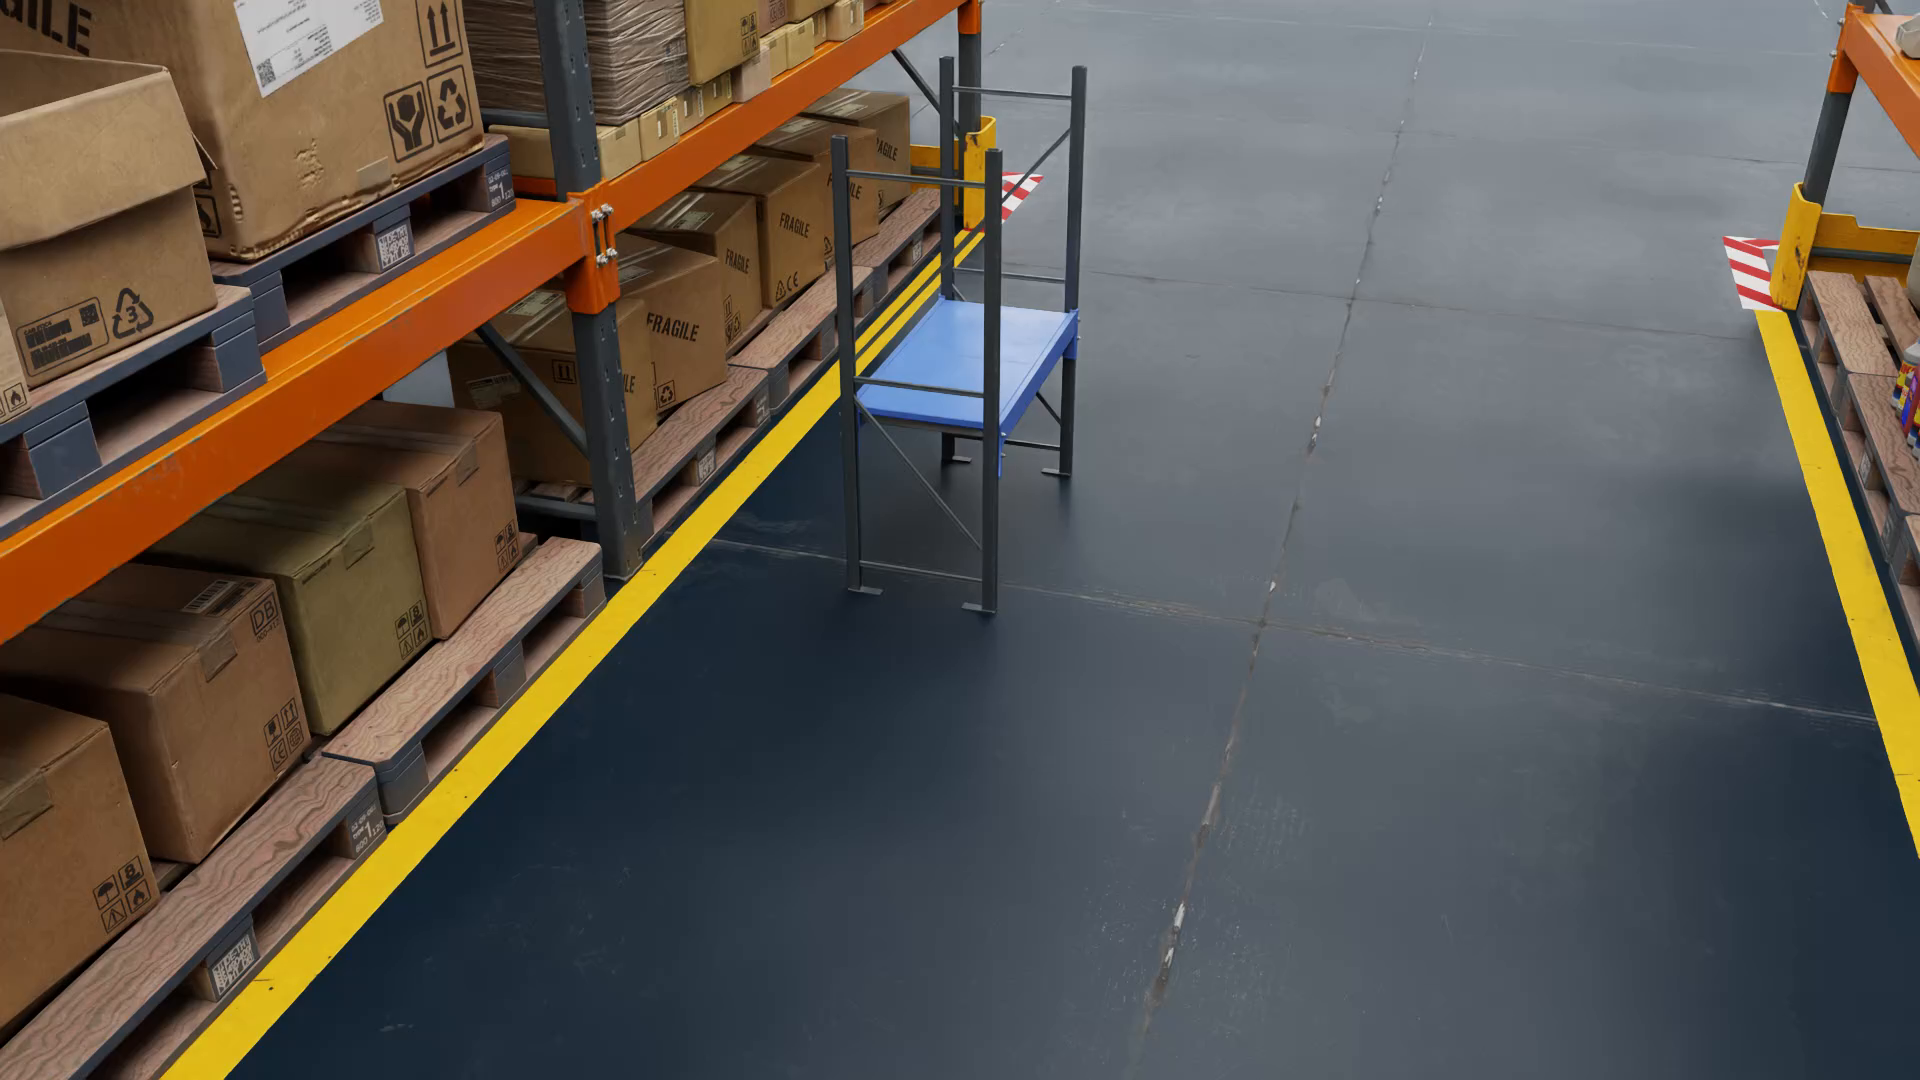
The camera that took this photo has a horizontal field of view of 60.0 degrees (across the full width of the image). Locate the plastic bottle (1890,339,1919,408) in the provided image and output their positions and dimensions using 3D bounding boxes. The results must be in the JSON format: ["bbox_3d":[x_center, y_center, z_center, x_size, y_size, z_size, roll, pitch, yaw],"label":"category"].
[{"bbox_3d":[3.519,-0.619,6.132,0.097,0.271,0.097,0,29,0],"label":"plastic bottle"}]

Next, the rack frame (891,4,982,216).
[{"bbox_3d":[-0.385,-3.124,8.281,1.000,3.000,0.127,8,30,15],"label":"rack frame"}]

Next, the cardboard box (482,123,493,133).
[{"bbox_3d":[-1.695,-1.412,5.462,0.380,0.149,0.250,8,30,15],"label":"cardboard box"}]

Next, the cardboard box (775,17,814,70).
[{"bbox_3d":[-0.781,-1.912,6.359,0.380,0.149,0.250,8,30,15],"label":"cardboard box"}]

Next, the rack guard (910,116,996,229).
[{"bbox_3d":[-0.408,-1.997,8.825,1.175,0.500,0.348,8,30,15],"label":"rack guard"}]

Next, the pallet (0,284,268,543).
[{"bbox_3d":[-2.192,-0.248,3.308,1.003,0.211,1.213,8,30,15],"label":"pallet"}]

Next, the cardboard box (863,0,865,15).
[{"bbox_3d":[-0.623,-2.269,7.002,0.380,0.149,0.250,8,30,15],"label":"cardboard box"}]

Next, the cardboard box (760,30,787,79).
[{"bbox_3d":[-0.865,-1.797,6.153,0.380,0.149,0.250,8,30,15],"label":"cardboard box"}]

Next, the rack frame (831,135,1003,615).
[{"bbox_3d":[-0.124,-0.459,5.032,0.500,1.500,0.032,8,30,15],"label":"rack frame"}]

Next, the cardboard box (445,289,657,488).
[{"bbox_3d":[-1.404,-0.537,5.768,0.500,0.500,0.500,8,30,13],"label":"cardboard box"}]

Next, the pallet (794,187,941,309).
[{"bbox_3d":[-0.680,-1.498,8.225,1.003,0.211,1.213,8,30,15],"label":"pallet"}]

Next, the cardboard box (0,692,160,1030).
[{"bbox_3d":[-2.246,0.655,3.605,0.700,0.500,0.500,11,31,19],"label":"cardboard box"}]

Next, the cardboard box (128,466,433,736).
[{"bbox_3d":[-1.918,0.136,4.539,0.700,0.500,0.500,8,30,15],"label":"cardboard box"}]

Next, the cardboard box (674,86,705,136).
[{"bbox_3d":[-1.076,-1.447,5.524,0.380,0.149,0.250,8,30,15],"label":"cardboard box"}]

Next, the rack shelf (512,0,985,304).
[{"bbox_3d":[-0.972,-1.880,6.785,1.077,0.370,4.000,8,30,15],"label":"rack shelf"}]

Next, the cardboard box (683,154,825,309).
[{"bbox_3d":[-0.929,-1.357,7.243,0.500,0.500,0.500,11,31,20],"label":"cardboard box"}]

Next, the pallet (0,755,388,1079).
[{"bbox_3d":[-2.143,0.884,3.944,1.003,0.211,1.213,8,30,15],"label":"pallet"}]

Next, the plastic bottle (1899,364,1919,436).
[{"bbox_3d":[3.436,-0.522,5.944,0.061,0.283,0.133,9,30,16],"label":"plastic bottle"}]

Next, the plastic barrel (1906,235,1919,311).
[{"bbox_3d":[4.229,-1.197,6.943,0.421,0.512,0.421,0,29,0],"label":"plastic barrel"}]

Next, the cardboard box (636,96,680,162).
[{"bbox_3d":[-1.123,-1.327,5.308,0.380,0.149,0.250,8,30,15],"label":"cardboard box"}]

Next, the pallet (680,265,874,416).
[{"bbox_3d":[-1.040,-0.933,7.210,1.003,0.211,1.213,8,30,15],"label":"pallet"}]

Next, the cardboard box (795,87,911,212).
[{"bbox_3d":[-0.585,-1.928,8.269,0.500,0.500,0.500,14,32,24],"label":"cardboard box"}]

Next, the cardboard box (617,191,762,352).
[{"bbox_3d":[-1.136,-1.104,6.788,0.500,0.500,0.500,6,30,10],"label":"cardboard box"}]

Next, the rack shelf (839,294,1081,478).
[{"bbox_3d":[0.025,-0.538,5.544,0.538,0.185,1.000,8,30,15],"label":"rack shelf"}]

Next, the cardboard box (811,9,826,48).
[{"bbox_3d":[-0.751,-2.034,6.580,0.380,0.149,0.250,8,30,15],"label":"cardboard box"}]

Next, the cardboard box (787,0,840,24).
[{"bbox_3d":[-0.951,-2.340,6.462,0.875,0.500,0.500,8,30,15],"label":"cardboard box"}]

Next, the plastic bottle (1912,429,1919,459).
[{"bbox_3d":[3.389,-0.414,5.762,0.097,0.271,0.097,0,29,0],"label":"plastic bottle"}]

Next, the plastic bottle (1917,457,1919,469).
[{"bbox_3d":[3.360,-0.337,5.696,0.097,0.201,0.097,0,29,0],"label":"plastic bottle"}]

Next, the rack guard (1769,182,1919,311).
[{"bbox_3d":[4.372,-1.283,7.542,1.175,0.500,0.348,8,30,15],"label":"rack guard"}]

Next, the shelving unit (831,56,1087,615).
[{"bbox_3d":[0.025,-0.695,5.457,0.538,1.500,1.048,8,30,15],"label":"shelving unit"}]

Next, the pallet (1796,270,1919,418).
[{"bbox_3d":[4.129,-0.780,6.935,1.003,0.211,1.213,8,30,15],"label":"pallet"}]

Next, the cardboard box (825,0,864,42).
[{"bbox_3d":[-0.611,-2.140,6.771,0.380,0.149,0.250,8,30,15],"label":"cardboard box"}]

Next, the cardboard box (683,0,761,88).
[{"bbox_3d":[-1.188,-1.867,5.611,0.875,0.500,0.500,8,30,15],"label":"cardboard box"}]

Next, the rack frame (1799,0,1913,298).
[{"bbox_3d":[4.350,-2.417,7.010,1.000,3.000,0.127,8,30,15],"label":"rack frame"}]

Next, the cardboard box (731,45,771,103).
[{"bbox_3d":[-0.899,-1.675,5.934,0.380,0.149,0.250,8,30,15],"label":"cardboard box"}]

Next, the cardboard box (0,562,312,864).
[{"bbox_3d":[-2.082,0.396,4.071,0.700,0.500,0.500,6,30,11],"label":"cardboard box"}]

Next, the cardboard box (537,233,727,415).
[{"bbox_3d":[-1.243,-0.804,6.249,0.500,0.500,0.500,19,34,30],"label":"cardboard box"}]

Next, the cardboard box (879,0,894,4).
[{"bbox_3d":[-0.458,-2.499,7.415,0.380,0.149,0.250,8,30,15],"label":"cardboard box"}]

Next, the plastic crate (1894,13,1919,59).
[{"bbox_3d":[3.779,-1.932,6.409,0.298,0.136,0.250,8,30,15],"label":"plastic crate"}]

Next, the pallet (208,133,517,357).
[{"bbox_3d":[-1.923,-0.847,4.384,1.003,0.211,1.213,8,30,15],"label":"pallet"}]

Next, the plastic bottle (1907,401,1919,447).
[{"bbox_3d":[3.419,-0.460,5.845,0.097,0.271,0.097,0,29,0],"label":"plastic bottle"}]

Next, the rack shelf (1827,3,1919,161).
[{"bbox_3d":[3.762,-1.174,5.514,1.077,0.370,4.000,8,30,15],"label":"rack shelf"}]

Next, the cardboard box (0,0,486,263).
[{"bbox_3d":[-1.926,-1.362,4.063,1.000,1.000,1.000,9,30,15],"label":"cardboard box"}]

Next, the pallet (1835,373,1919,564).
[{"bbox_3d":[3.769,-0.215,5.919,1.003,0.211,1.213,8,30,15],"label":"pallet"}]

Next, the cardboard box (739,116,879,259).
[{"bbox_3d":[-0.727,-1.645,7.761,0.500,0.500,0.500,17,33,28],"label":"cardboard box"}]

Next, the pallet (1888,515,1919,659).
[{"bbox_3d":[3.412,0.354,4.897,1.003,0.211,1.213,8,30,15],"label":"pallet"}]

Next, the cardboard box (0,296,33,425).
[{"bbox_3d":[-2.022,-0.270,2.873,0.500,0.250,0.500,8,30,13],"label":"cardboard box"}]

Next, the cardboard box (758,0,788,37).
[{"bbox_3d":[-1.137,-2.113,6.055,0.875,0.500,0.500,8,30,15],"label":"cardboard box"}]

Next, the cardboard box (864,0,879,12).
[{"bbox_3d":[-0.571,-2.389,7.217,0.380,0.149,0.250,8,30,15],"label":"cardboard box"}]

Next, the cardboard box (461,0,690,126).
[{"bbox_3d":[-1.368,-1.639,5.202,0.875,0.500,0.500,8,30,15],"label":"cardboard box"}]

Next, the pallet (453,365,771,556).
[{"bbox_3d":[-1.396,-0.364,6.187,1.003,0.211,1.213,8,30,15],"label":"pallet"}]

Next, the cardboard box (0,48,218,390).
[{"bbox_3d":[-1.980,-0.675,3.340,0.797,0.503,0.637,12,31,20],"label":"cardboard box"}]

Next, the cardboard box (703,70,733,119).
[{"bbox_3d":[-1.012,-1.565,5.735,0.380,0.149,0.250,8,30,15],"label":"cardboard box"}]

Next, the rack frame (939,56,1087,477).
[{"bbox_3d":[0.174,-0.931,5.881,0.500,1.500,0.032,8,30,15],"label":"rack frame"}]

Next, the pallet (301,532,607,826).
[{"bbox_3d":[-1.786,0.315,4.966,1.003,0.211,1.213,8,30,15],"label":"pallet"}]

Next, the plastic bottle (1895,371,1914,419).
[{"bbox_3d":[3.489,-0.541,6.062,0.097,0.201,0.097,0,29,0],"label":"plastic bottle"}]

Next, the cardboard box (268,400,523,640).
[{"bbox_3d":[-1.760,-0.083,4.932,0.700,0.500,0.500,6,30,11],"label":"cardboard box"}]

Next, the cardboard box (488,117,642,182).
[{"bbox_3d":[-1.209,-1.213,5.103,0.380,0.149,0.250,8,30,15],"label":"cardboard box"}]

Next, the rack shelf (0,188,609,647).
[{"bbox_3d":[-2.146,-0.022,3.443,1.077,0.370,4.000,8,30,15],"label":"rack shelf"}]

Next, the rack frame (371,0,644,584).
[{"bbox_3d":[-1.559,-1.265,4.939,1.000,3.000,0.127,8,30,15],"label":"rack frame"}]
